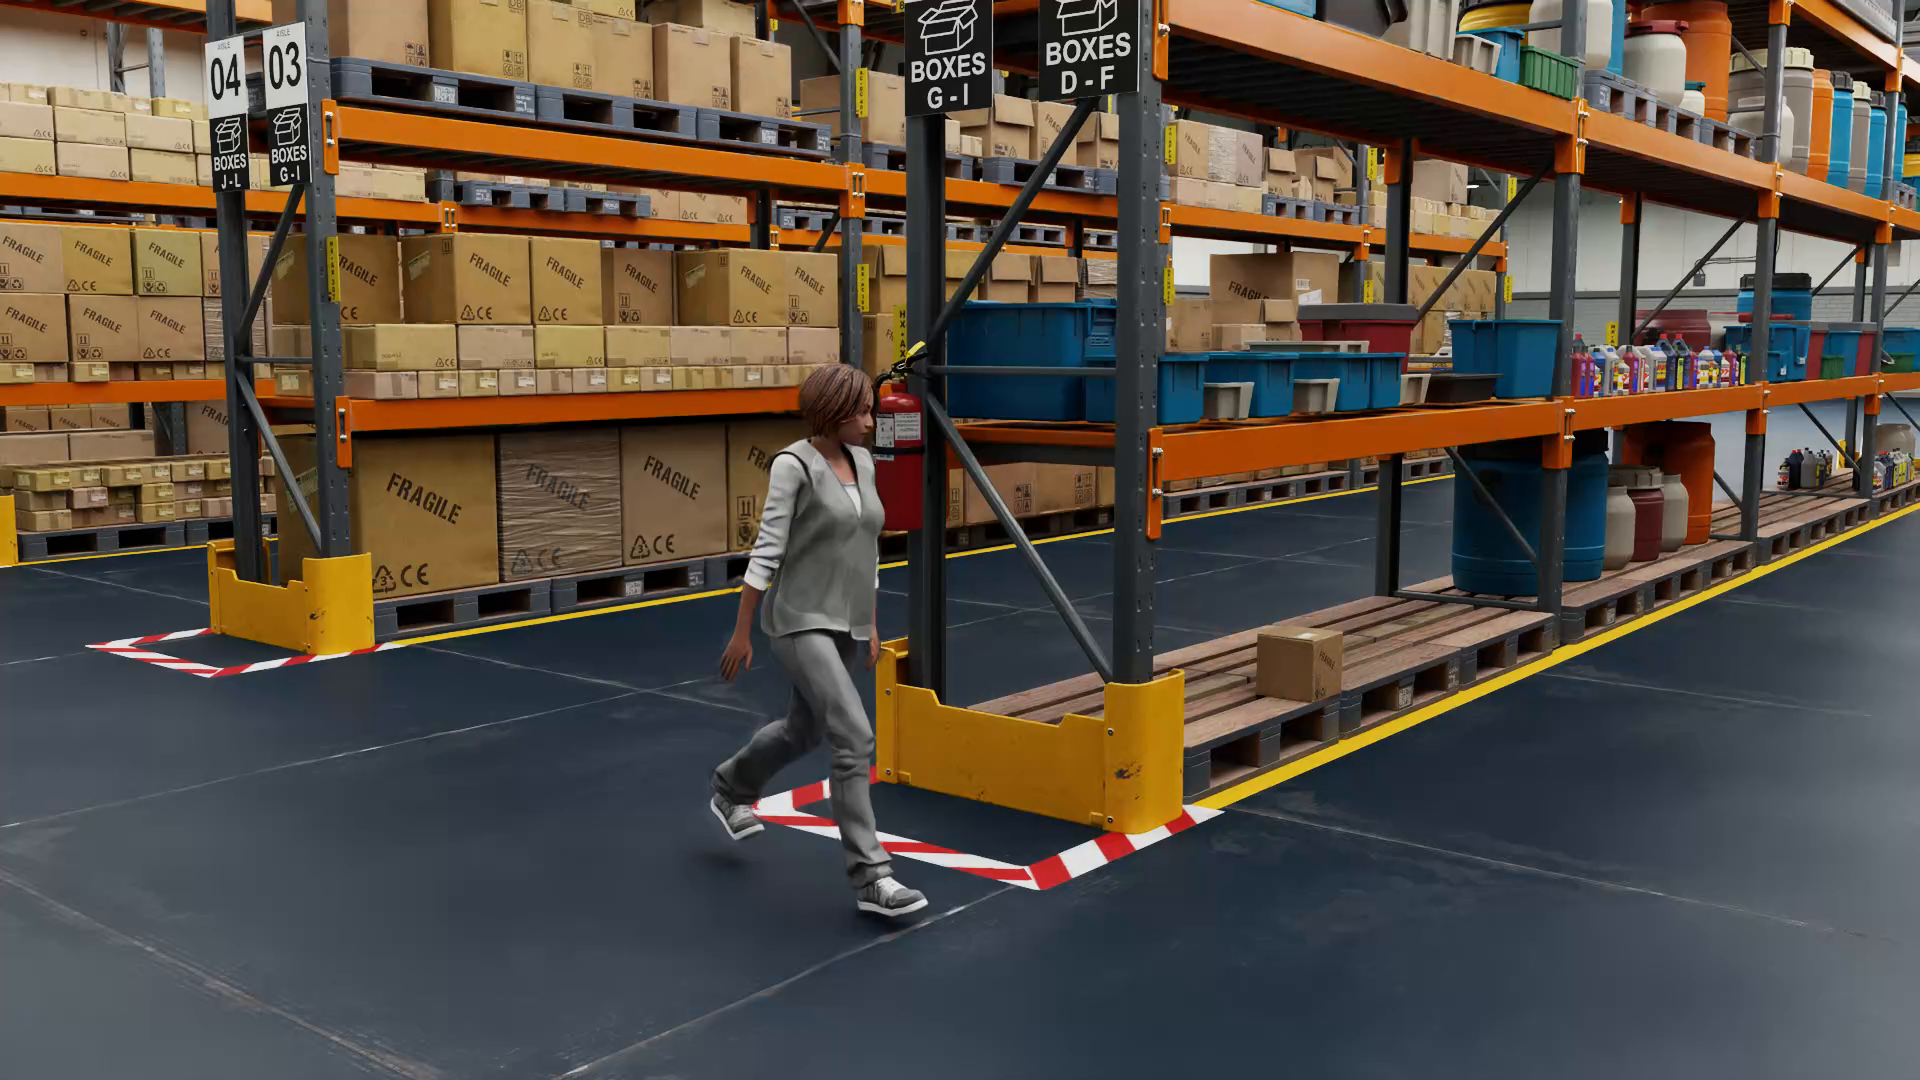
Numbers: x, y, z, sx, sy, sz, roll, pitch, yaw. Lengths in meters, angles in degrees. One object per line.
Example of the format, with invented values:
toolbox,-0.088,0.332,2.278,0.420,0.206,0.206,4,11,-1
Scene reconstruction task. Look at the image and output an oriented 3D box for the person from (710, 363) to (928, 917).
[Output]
person,-0.435,0.256,4.858,0.999,1.529,0.508,5,8,35
